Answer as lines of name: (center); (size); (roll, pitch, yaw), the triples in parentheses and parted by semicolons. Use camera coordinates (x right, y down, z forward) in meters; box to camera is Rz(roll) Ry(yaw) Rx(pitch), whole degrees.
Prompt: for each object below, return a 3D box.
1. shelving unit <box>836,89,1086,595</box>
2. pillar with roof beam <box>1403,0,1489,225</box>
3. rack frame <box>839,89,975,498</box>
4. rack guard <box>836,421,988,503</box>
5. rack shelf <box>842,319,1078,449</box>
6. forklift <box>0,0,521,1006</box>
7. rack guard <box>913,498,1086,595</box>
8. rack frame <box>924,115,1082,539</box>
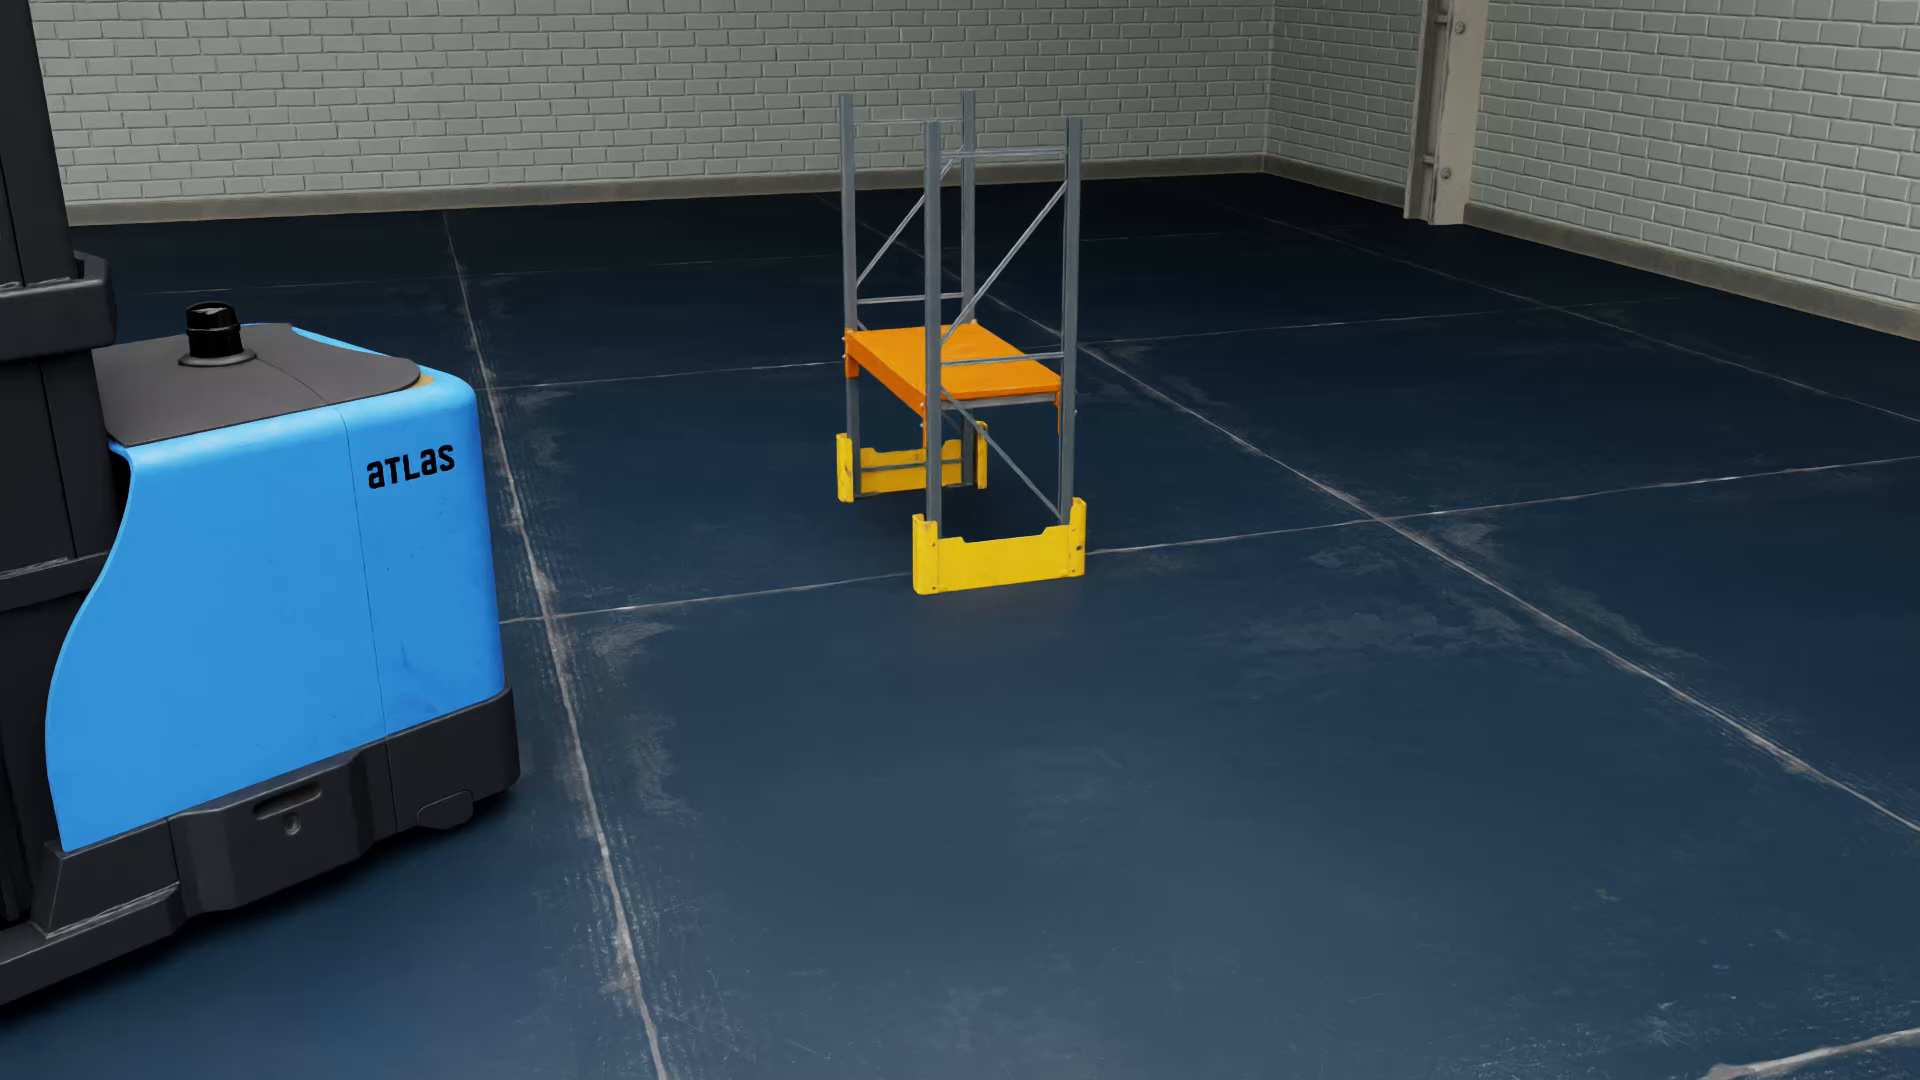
shelving unit: (-0.024, -0.730, 5.731); (0.587, 1.500, 1.083); (-6, 21, -17)
pillar with roof beam: (-0.457, -6.223, 9.929); (9.100, 9.000, 0.400); (-6, 21, -17)
rack frame: (-0.187, -0.896, 6.193); (0.500, 1.500, 0.032); (-6, 21, -17)
rack guard: (-0.180, -0.302, 6.387); (0.587, 0.250, 0.087); (-6, 21, -17)
rack shelf: (-0.027, -0.564, 5.800); (0.538, 0.185, 1.000); (-6, 21, -17)
forklift: (-2.445, -0.472, 2.895); (1.130, 2.935, 3.031); (17, 26, 39)
rack guard: (0.133, 0.018, 5.497); (0.587, 0.250, 0.087); (-6, 21, -17)
rack frame: (0.133, -0.570, 5.285); (0.500, 1.500, 0.032); (-6, 21, -17)
